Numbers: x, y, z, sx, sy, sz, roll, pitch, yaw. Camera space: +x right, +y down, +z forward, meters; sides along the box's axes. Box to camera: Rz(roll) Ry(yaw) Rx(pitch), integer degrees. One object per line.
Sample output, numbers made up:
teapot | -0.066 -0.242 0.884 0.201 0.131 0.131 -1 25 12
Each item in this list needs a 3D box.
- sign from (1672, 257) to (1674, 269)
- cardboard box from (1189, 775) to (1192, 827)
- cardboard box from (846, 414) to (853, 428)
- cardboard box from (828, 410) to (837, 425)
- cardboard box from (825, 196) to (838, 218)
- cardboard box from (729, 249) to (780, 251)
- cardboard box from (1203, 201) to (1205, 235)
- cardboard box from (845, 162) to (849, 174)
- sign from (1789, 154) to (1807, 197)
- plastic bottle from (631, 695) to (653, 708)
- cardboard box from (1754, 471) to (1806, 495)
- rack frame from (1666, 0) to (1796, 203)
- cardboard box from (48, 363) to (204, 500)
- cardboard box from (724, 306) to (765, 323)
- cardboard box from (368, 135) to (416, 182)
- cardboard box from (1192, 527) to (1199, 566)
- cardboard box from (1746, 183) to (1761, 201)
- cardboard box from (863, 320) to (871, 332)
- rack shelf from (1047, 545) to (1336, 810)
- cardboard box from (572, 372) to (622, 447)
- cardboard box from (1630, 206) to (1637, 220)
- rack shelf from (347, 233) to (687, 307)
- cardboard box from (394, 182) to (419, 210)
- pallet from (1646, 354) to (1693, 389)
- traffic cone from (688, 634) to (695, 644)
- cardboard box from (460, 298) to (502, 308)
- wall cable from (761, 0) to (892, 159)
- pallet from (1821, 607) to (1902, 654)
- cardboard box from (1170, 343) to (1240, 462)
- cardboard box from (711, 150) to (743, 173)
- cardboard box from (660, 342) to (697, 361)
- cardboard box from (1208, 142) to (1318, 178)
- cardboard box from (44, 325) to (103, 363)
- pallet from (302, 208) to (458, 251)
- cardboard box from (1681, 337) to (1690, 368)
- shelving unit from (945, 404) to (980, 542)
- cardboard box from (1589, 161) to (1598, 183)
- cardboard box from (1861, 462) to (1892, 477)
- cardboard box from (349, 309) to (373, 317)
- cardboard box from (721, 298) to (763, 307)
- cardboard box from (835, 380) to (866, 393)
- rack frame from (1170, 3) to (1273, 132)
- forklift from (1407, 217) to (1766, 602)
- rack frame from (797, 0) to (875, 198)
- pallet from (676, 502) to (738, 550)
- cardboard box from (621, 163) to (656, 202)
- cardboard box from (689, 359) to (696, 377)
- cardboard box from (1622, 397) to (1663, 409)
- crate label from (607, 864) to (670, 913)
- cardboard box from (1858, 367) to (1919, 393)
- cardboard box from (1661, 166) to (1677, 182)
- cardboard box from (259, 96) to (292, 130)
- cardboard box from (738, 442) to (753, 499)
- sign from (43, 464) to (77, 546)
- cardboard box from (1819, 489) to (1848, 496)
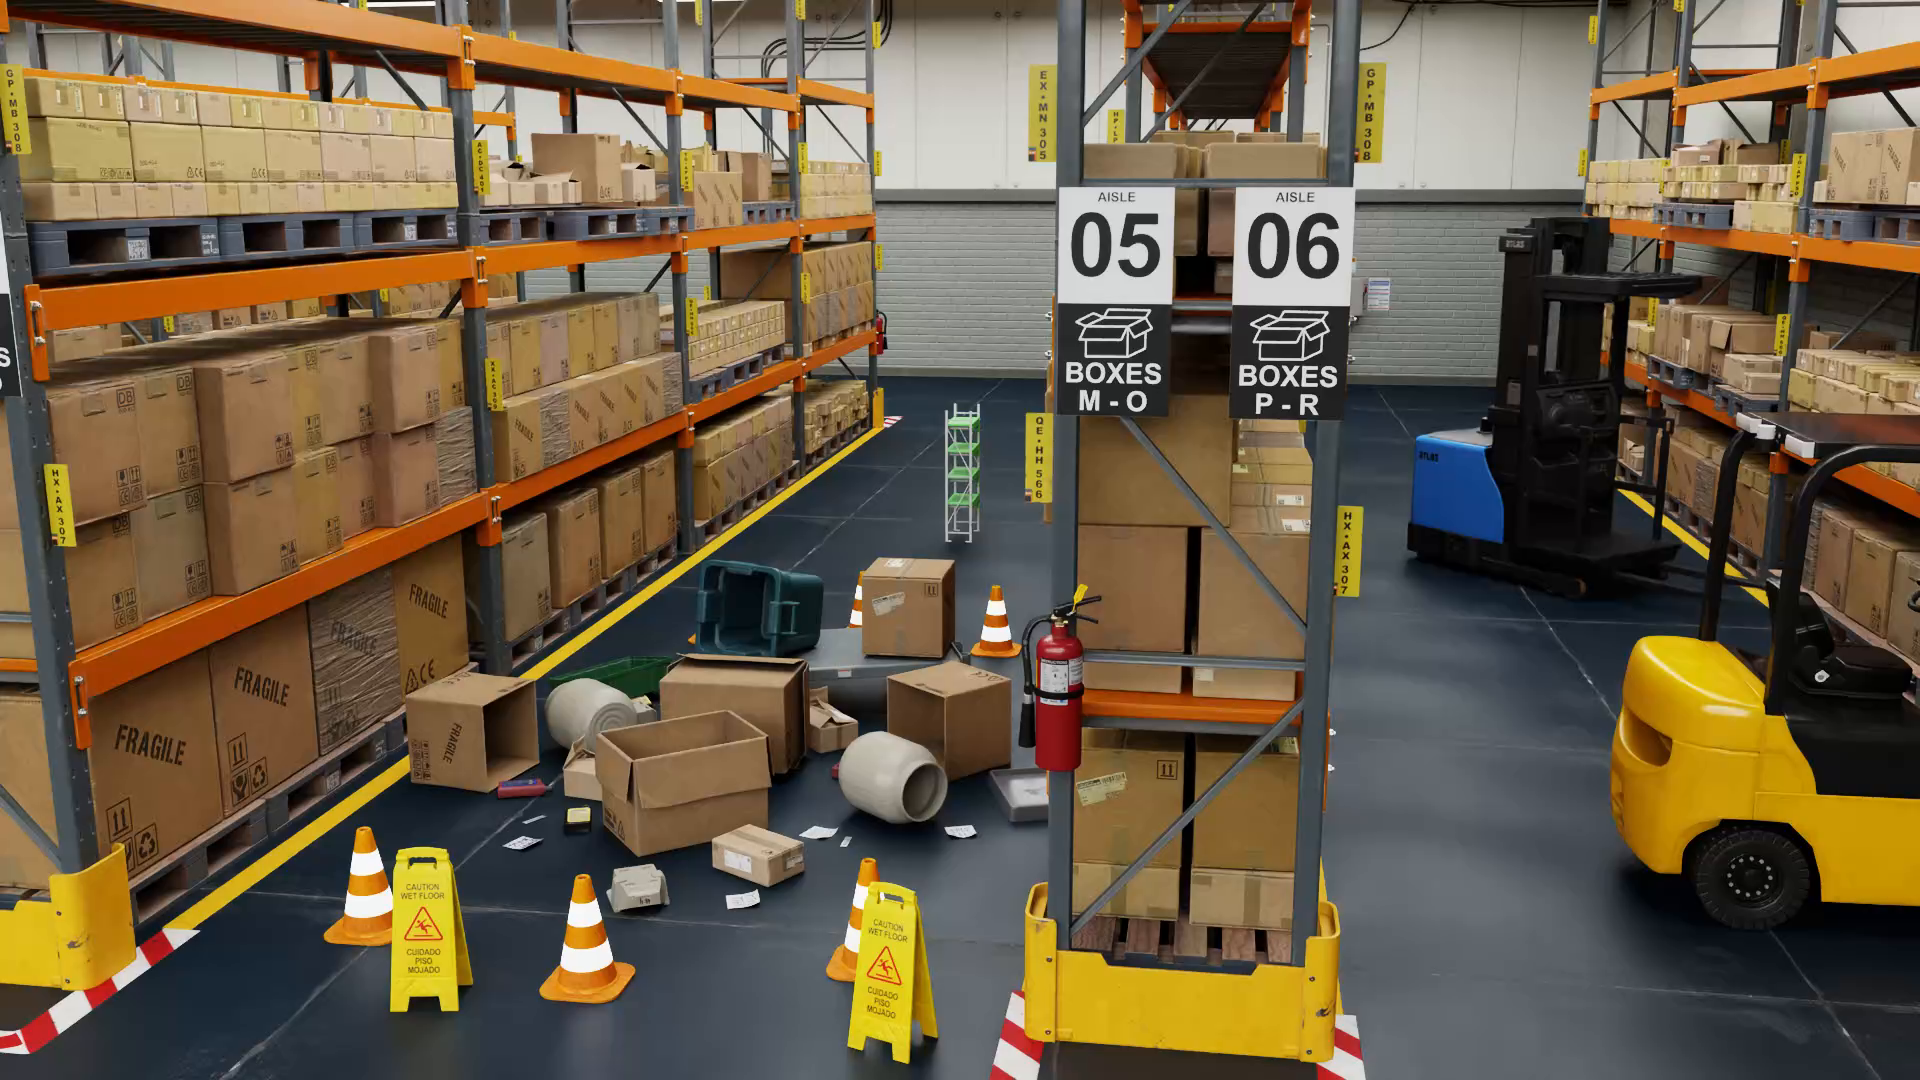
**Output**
sign | 8.744 -3.423 20.513 0.100 0.325 0.005 2 12 9
cardboard box | 1.387 1.206 8.062 0.500 0.250 0.500 3 12 12
cardboard box | -1.556 -1.503 20.874 0.380 0.149 0.250 1 12 6
cardboard box | -1.693 -1.484 20.078 0.380 0.149 0.250 2 12 8
cardboard box | -1.729 -3.884 19.389 0.500 0.250 0.500 2 12 11
cardboard box | -2.349 -3.088 19.144 0.500 0.500 0.500 1 12 7
cardboard box | 1.039 -1.734 8.707 0.500 0.250 0.500 2 12 8
cardboard box | -1.580 -4.566 20.421 0.380 0.149 0.250 2 12 7
sign | 6.432 -2.796 12.756 0.100 0.325 0.005 2 12 9
plastic bottle | -2.010 1.017 10.385 0.133 0.061 0.283 -5 13 -21
cardboard box | 6.794 -0.470 13.709 0.380 0.149 0.250 1 12 6
rack frame | 7.583 -4.824 16.275 1.000 3.000 0.127 2 12 9
cardboard box | -3.985 -0.488 7.473 0.875 0.550 0.550 2 12 9
cardboard box | -2.220 -2.310 17.036 0.380 0.149 0.250 2 12 8
cardboard box | -3.359 -2.102 9.180 0.500 0.250 0.500 2 12 8
cardboard box | 0.902 -0.183 8.035 0.500 0.500 0.500 2 12 9
cardboard box | 7.008 -2.995 14.319 0.380 0.149 0.250 2 12 10
cardboard box | -1.384 -2.824 21.829 0.380 0.149 0.250 2 12 9
rack shelf | 1.140 0.382 8.066 1.077 0.370 4.000 2 12 9
cardboard box | -2.878 -0.990 12.486 0.500 0.500 0.500 2 12 10
cardboard box | 7.582 -3.584 18.238 0.380 0.149 0.250 2 12 9
rack shelf | -3.151 -2.057 12.260 1.077 0.370 4.000 2 12 9
cardboard box | -3.276 -1.931 9.331 0.380 0.149 0.250 2 12 10
pallet | 7.352 -1.635 16.172 1.003 0.211 1.213 2 12 9
traffic cone | -1.761 0.484 11.904 0.336 0.463 0.334 2 12 9
cardboard box | -6.390 -3.062 21.990 0.500 0.250 0.500 2 12 8
wall cable | -2.224 -8.776 26.976 2.277 5.999 0.120 2 12 9
pallet | 6.613 0.728 11.373 1.003 0.211 1.213 2 12 9
cardboard box | 0.971 -0.664 7.894 0.700 0.500 0.500 2 12 8
cardboard box | -2.596 -3.596 16.453 0.797 0.503 0.637 2 12 8
cardboard box | -2.571 -1.680 14.820 0.380 0.149 0.250 2 12 11
cardboard box | 1.089 -1.354 5.997 0.380 0.149 0.250 2 12 8
cardboard box | -7.760 -1.561 14.139 0.700 0.500 0.500 4 13 17
pallet | -3.595 -1.779 9.473 1.003 0.211 1.213 2 12 9
cardboard box | 6.990 -1.754 15.593 0.396 0.266 0.258 2 12 11
shelving unit | 0.025 -0.621 15.283 0.258 1.200 0.503 2 12 9
cardboard box | 7.882 -4.423 19.996 0.500 0.250 0.500 2 12 8
cardboard box | 6.422 -0.581 11.183 0.500 0.250 0.500 2 12 10
cardboard box | -6.916 -2.315 18.636 0.500 0.500 0.500 2 12 9
cardboard box | -2.433 -2.495 18.764 0.500 0.500 0.500 2 12 9
cardboard box | -1.445 -2.008 21.804 0.380 0.149 0.250 2 12 9
rack frame | 2.678 -4.984 17.018 1.000 3.000 0.127 2 12 9
forklift | 5.118 -1.077 13.290 1.130 2.935 3.031 -7 14 -31
rack frame | -1.614 -5.956 21.528 1.000 3.000 0.127 2 12 9
pallet | -2.722 -0.158 15.481 1.003 0.211 1.213 2 12 9
cardboard box | -2.708 -2.808 13.016 0.500 0.311 0.500 2 12 9
cardboard box | -2.576 -1.527 14.817 0.380 0.149 0.250 2 12 8
cardboard box | 7.841 -1.407 19.593 0.700 0.500 0.500 2 12 11
crate label | -1.466 1.584 7.576 0.250 0.136 0.298 -5 13 -21
cardboard box | 6.440 -1.099 11.452 0.380 0.149 0.250 2 12 10
cardboard box | 7.104 -3.587 16.309 0.380 0.149 0.250 2 12 10
cardboard box | -3.473 -2.057 8.026 0.380 0.149 0.250 2 12 9
cardboard box | -2.335 -0.692 16.279 0.500 0.500 0.500 2 12 7
sign | -3.527 -0.136 6.516 0.100 0.325 0.005 2 12 9
cardboard box | 7.310 -0.121 13.627 0.500 0.500 0.500 2 12 11
